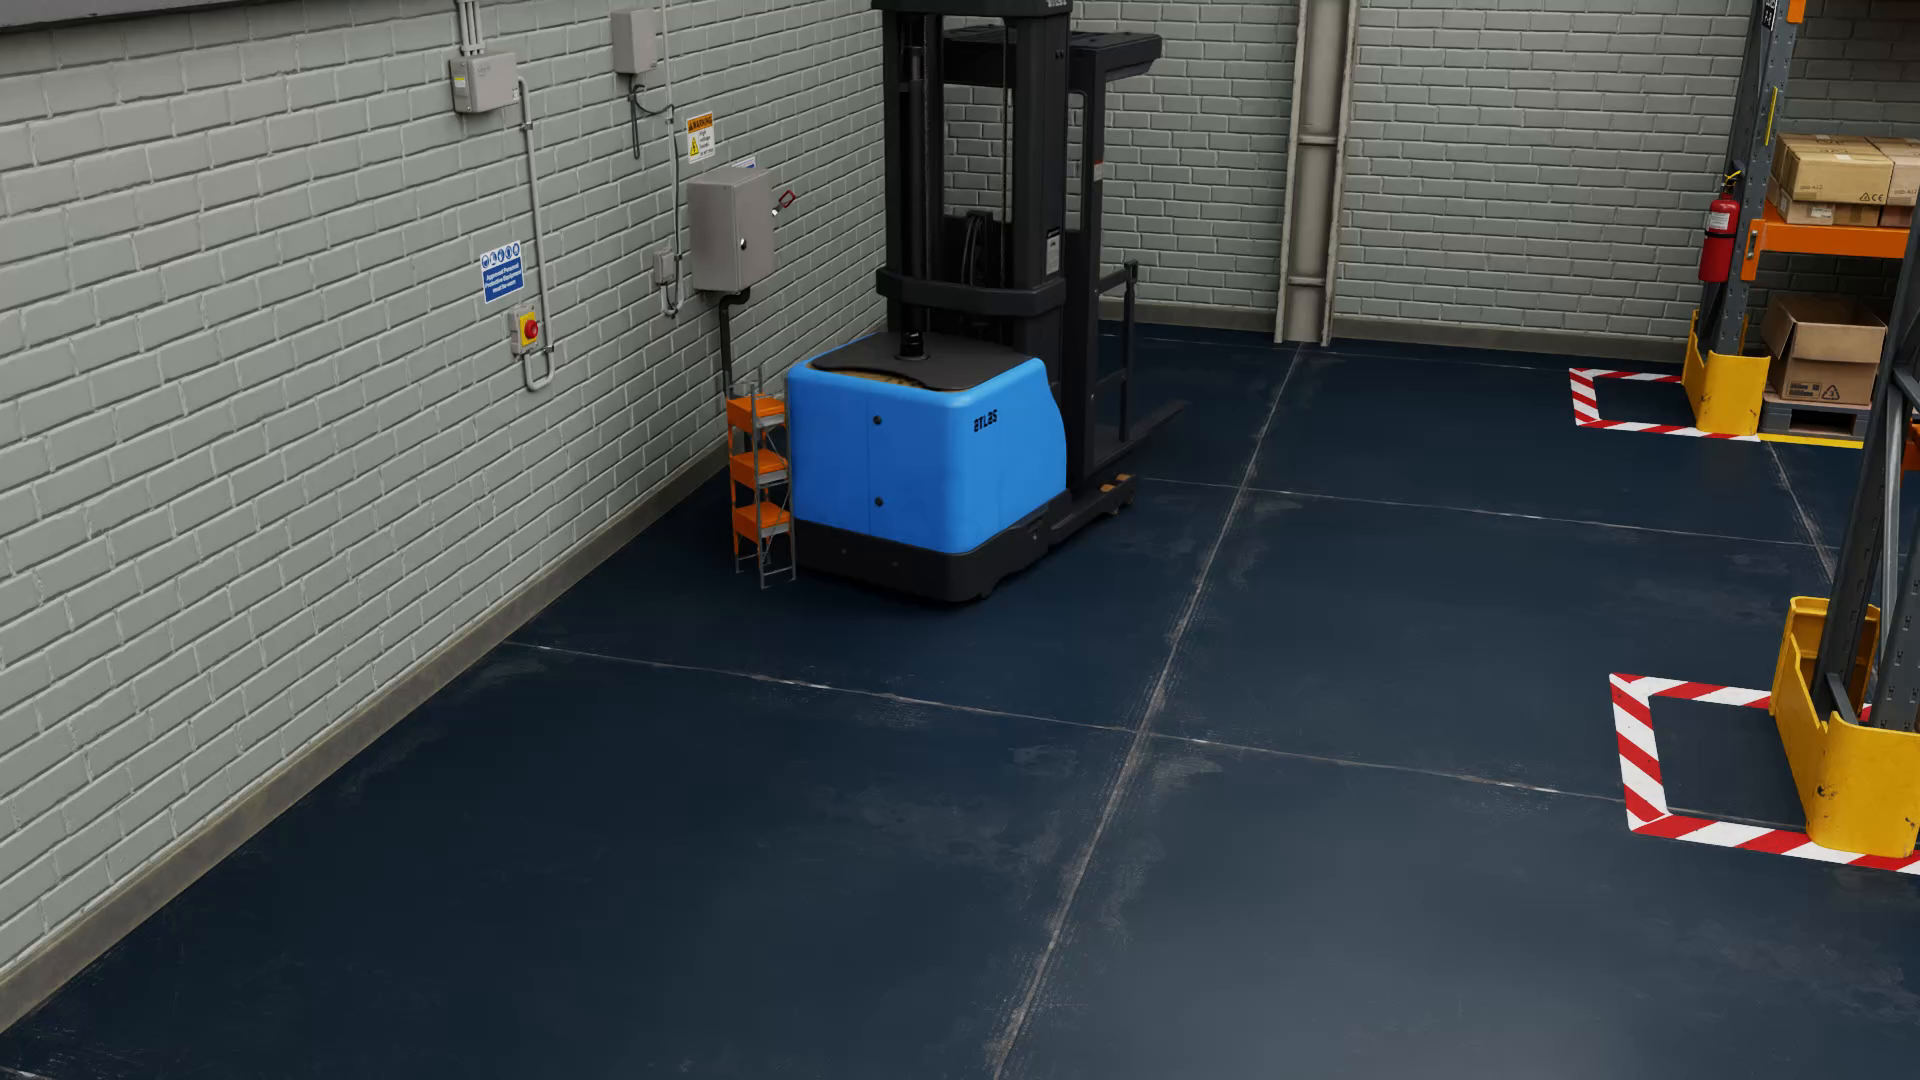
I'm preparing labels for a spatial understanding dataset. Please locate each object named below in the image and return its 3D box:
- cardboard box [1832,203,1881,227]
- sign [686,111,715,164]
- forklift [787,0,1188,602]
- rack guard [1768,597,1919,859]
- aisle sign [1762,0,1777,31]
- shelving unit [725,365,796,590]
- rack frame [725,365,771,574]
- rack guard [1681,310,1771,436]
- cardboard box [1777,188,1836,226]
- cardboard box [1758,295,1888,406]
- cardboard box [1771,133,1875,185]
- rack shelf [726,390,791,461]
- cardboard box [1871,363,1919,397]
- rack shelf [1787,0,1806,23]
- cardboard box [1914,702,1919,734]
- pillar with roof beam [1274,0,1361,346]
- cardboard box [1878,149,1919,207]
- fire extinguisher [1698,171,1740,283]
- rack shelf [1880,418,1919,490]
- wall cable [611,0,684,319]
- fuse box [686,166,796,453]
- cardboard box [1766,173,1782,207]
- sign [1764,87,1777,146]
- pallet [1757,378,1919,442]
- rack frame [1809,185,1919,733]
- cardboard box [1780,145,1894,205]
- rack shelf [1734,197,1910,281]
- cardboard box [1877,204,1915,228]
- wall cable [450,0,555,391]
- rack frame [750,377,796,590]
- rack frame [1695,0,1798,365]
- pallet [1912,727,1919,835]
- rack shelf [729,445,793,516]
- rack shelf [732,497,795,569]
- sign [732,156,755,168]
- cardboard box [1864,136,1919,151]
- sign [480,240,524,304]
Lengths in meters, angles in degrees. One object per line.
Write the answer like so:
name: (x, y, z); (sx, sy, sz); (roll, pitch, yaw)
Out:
cardboard box: (5.377, -2.004, 10.035); (0.250, 0.149, 0.380); (7, 23, 17)
sign: (-1.418, -2.205, 9.105); (0.001, 0.242, 0.339); (7, 23, 16)
forklift: (0.343, -1.577, 8.752); (1.130, 2.935, 3.031); (13, 26, 28)
rack guard: (3.432, 0.690, 6.429); (0.348, 0.500, 1.175); (7, 23, 16)
aisle sign: (4.735, -3.371, 9.610); (0.004, 0.787, 0.394); (7, 23, 16)
shelving unit: (-0.972, -0.303, 8.125); (0.215, 1.050, 0.252); (-16, 27, -34)
rack frame: (-1.045, -0.340, 8.215); (0.200, 1.050, 0.008); (-16, 27, -34)
rack guard: (4.958, -1.103, 10.799); (0.348, 0.500, 1.175); (7, 23, 16)
cardboard box: (5.120, -2.016, 10.062); (0.250, 0.149, 0.380); (6, 23, 15)
cardboard box: (5.443, -1.205, 10.492); (0.637, 0.503, 0.797); (6, 23, 13)
cardboard box: (5.402, -2.382, 10.429); (0.500, 0.250, 0.500); (7, 23, 17)
rack shelf: (-0.972, -0.556, 8.021); (0.215, 0.259, 0.240); (-16, 27, -34)
cardboard box: (5.839, -0.981, 10.411); (0.250, 0.149, 0.380); (6, 23, 13)
rack shelf: (6.800, -3.103, 9.378); (4.000, 0.370, 1.077); (7, 23, 16)
cardboard box: (4.115, 0.564, 6.266); (0.875, 0.438, 0.875); (6, 23, 14)
pillar with roof beam: (1.320, -4.102, 6.913); (0.400, 9.000, 9.100); (7, 23, 16)
cardboard box: (5.724, -2.133, 9.823); (0.500, 0.250, 0.500); (7, 23, 16)
fire extinguisher: (4.611, -1.907, 10.061); (0.183, 0.674, 0.296); (7, 23, 16)
rack shelf: (5.369, 0.088, 5.550); (4.000, 0.370, 1.077); (7, 23, 16)
wall cable: (-1.552, -2.060, 8.500); (0.122, 1.984, 0.588); (7, 23, 16)
fuse box: (-1.204, -1.224, 9.500); (0.414, 1.711, 0.539); (7, 23, 16)
cardboard box: (5.280, -2.212, 10.542); (0.250, 0.149, 0.380); (6, 23, 15)
sign: (4.728, -2.471, 9.700); (0.005, 0.325, 0.100); (7, 23, 16)
pallet: (5.721, -0.882, 10.642); (1.213, 0.211, 1.003); (7, 23, 16)
rack frame: (3.455, -0.464, 5.948); (0.127, 3.000, 1.000); (7, 23, 16)
cardboard box: (5.241, -2.188, 9.957); (0.500, 0.250, 0.500); (7, 23, 16)
rack shelf: (6.800, -1.715, 9.947); (4.000, 0.370, 1.077); (7, 23, 16)
cardboard box: (5.639, -1.988, 9.996); (0.250, 0.149, 0.380); (6, 23, 15)
wall cable: (-1.950, -1.558, 7.235); (0.123, 1.953, 0.585); (7, 23, 16)
rack frame: (-0.899, -0.266, 8.034); (0.200, 1.050, 0.008); (-16, 27, -34)
rack frame: (4.885, -2.267, 10.345); (0.127, 3.000, 1.000); (7, 23, 16)
pallet: (4.243, 0.886, 6.333); (1.213, 0.211, 1.003); (7, 23, 16)
rack shelf: (-0.972, -0.293, 8.129); (0.215, 0.259, 0.240); (-16, 27, -34)
rack shelf: (-0.972, -0.036, 8.234); (0.215, 0.259, 0.240); (-16, 27, -34)
sign: (-1.260, -1.979, 9.766); (0.001, 0.494, 0.329); (7, 23, 16)
cardboard box: (5.895, -2.325, 10.291); (0.500, 0.250, 0.500); (7, 23, 16)
sign: (-2.023, -1.187, 7.356); (0.001, 0.218, 0.327); (7, 23, 16)
